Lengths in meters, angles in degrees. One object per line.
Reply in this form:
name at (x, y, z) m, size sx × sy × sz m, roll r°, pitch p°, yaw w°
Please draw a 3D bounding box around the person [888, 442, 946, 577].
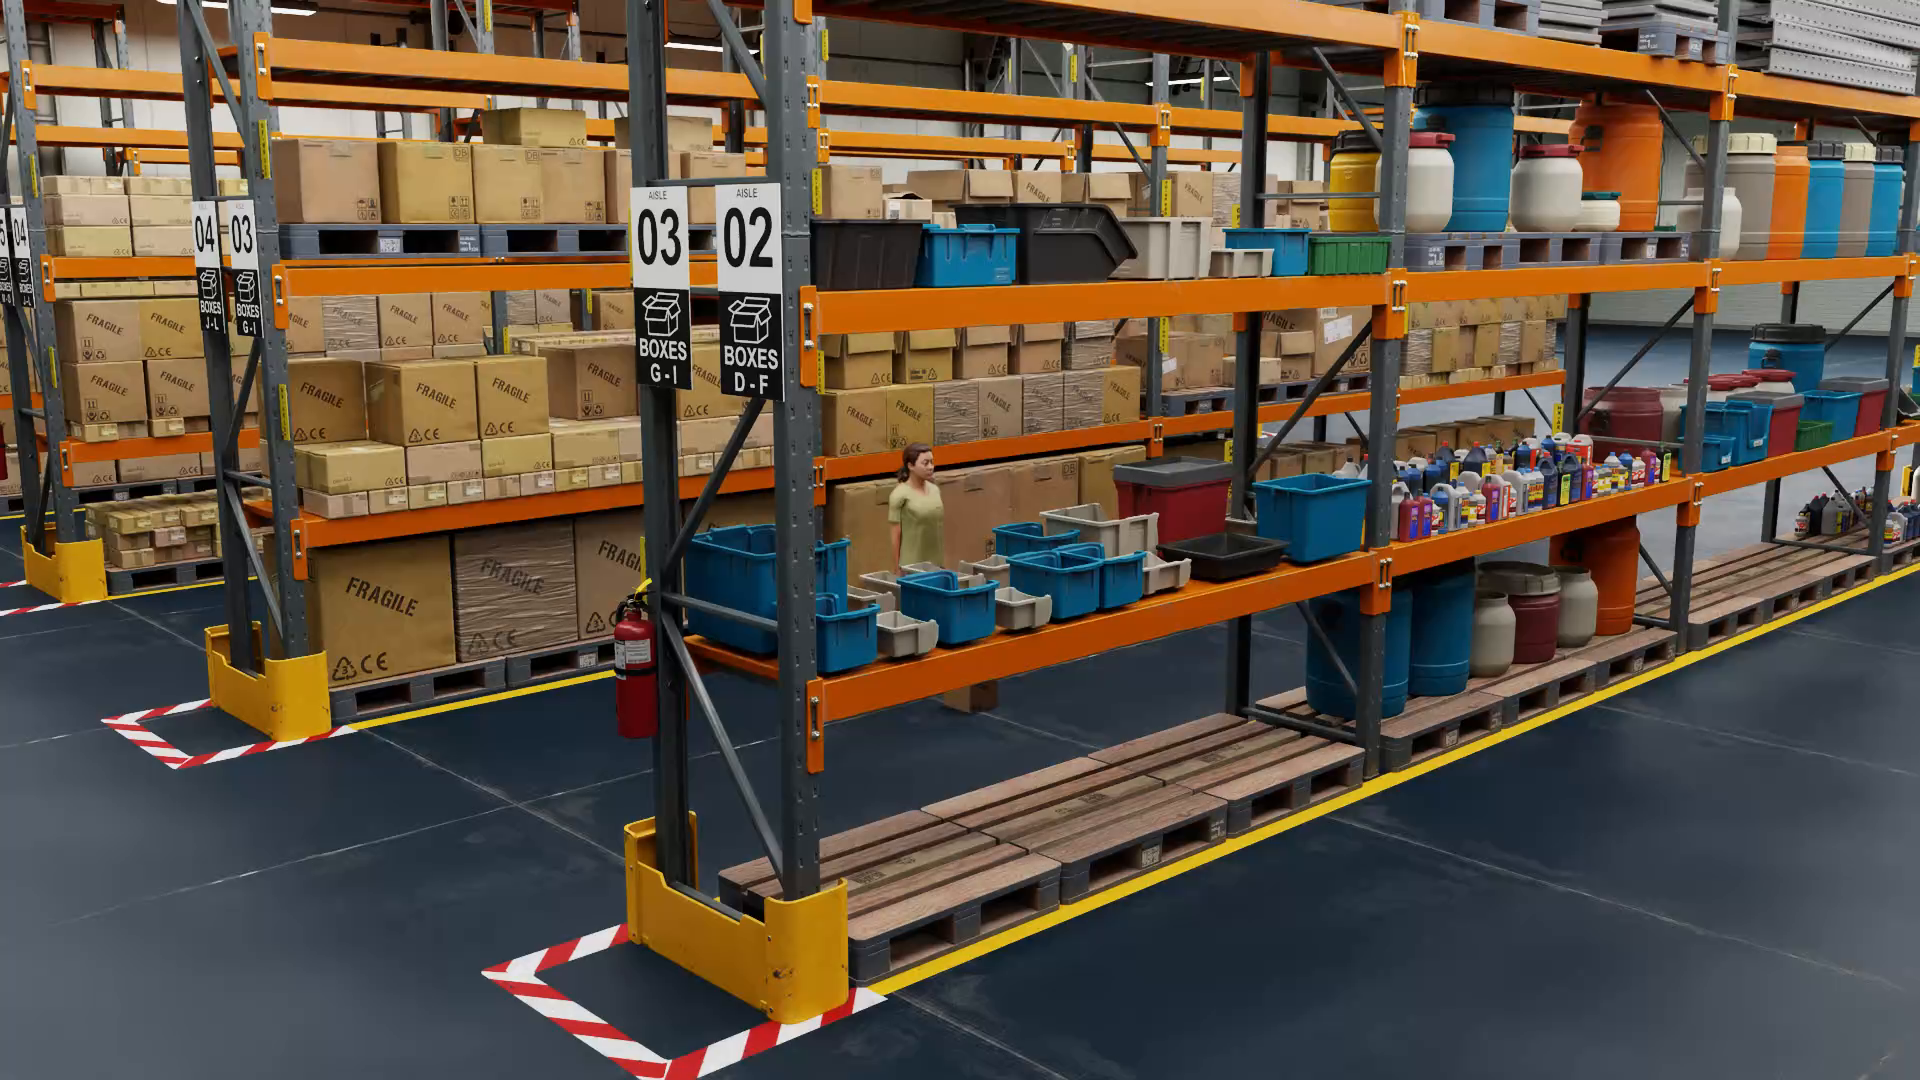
person at (-0.268, 0.188, 10.950) m, size 0.439 × 1.667 × 0.357 m, roll -10°, pitch 14°, yaw -42°
